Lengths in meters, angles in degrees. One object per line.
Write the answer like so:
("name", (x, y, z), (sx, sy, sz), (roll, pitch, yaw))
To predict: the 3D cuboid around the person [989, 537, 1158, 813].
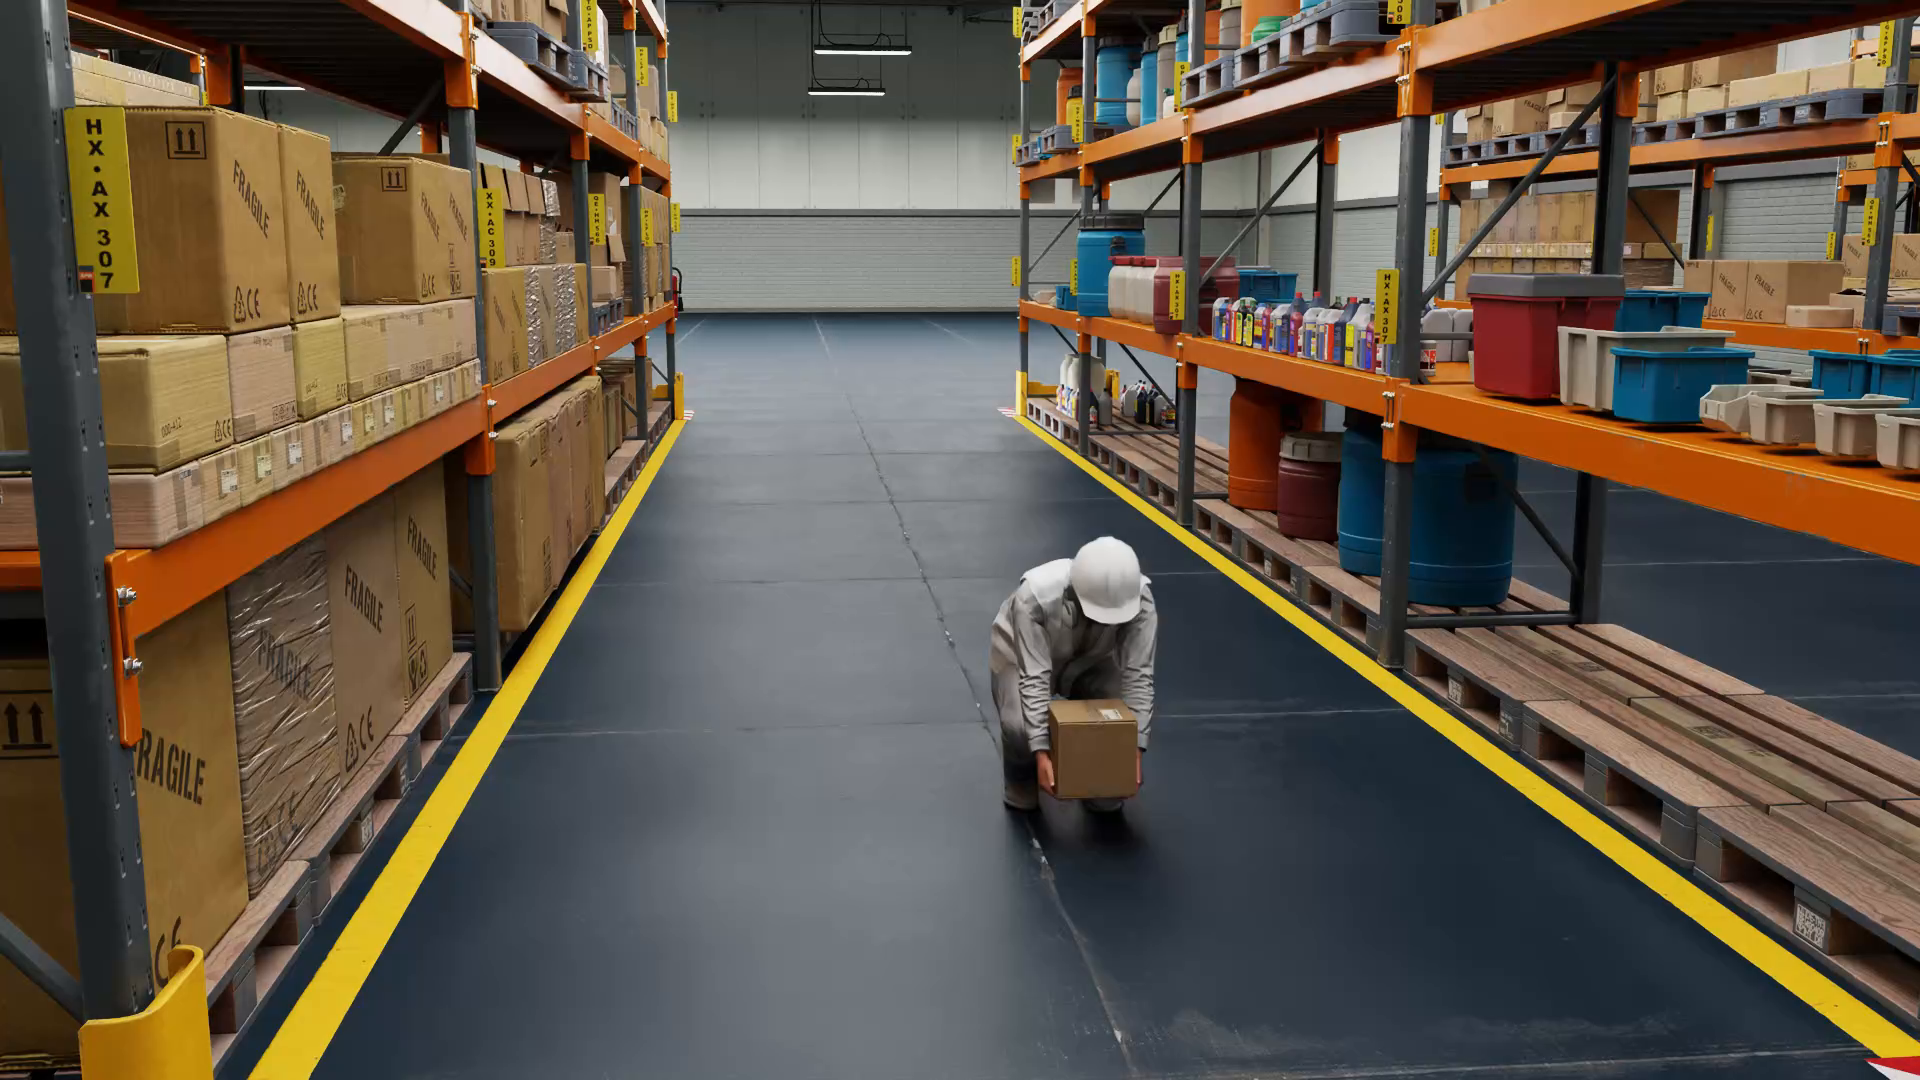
("person", (0.379, 0.435, 5.591), (0.516, 1.010, 0.881), (-1, 10, -7))
